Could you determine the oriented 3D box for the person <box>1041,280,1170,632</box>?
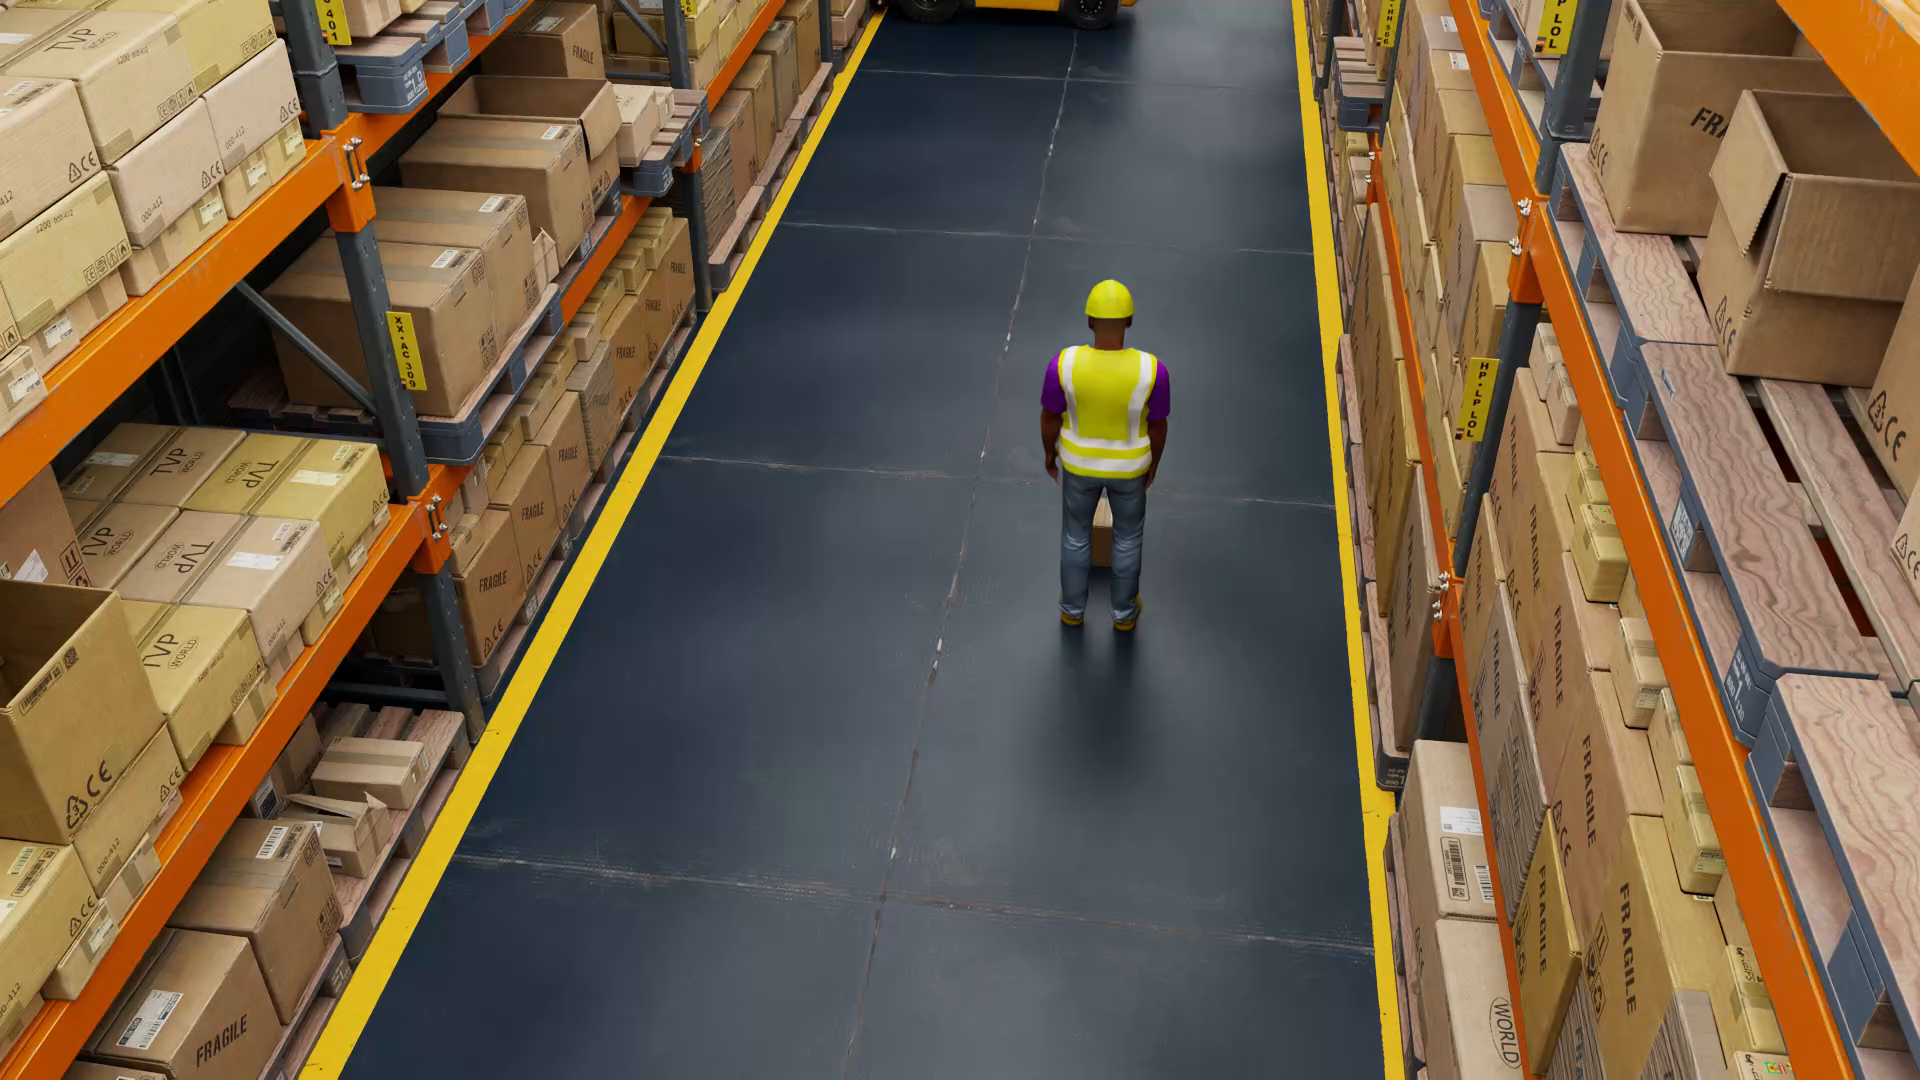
[{"bbox_3d":[0.642,-0.361,7.523,0.567,1.762,0.363,5,36,7],"label":"person"}]
